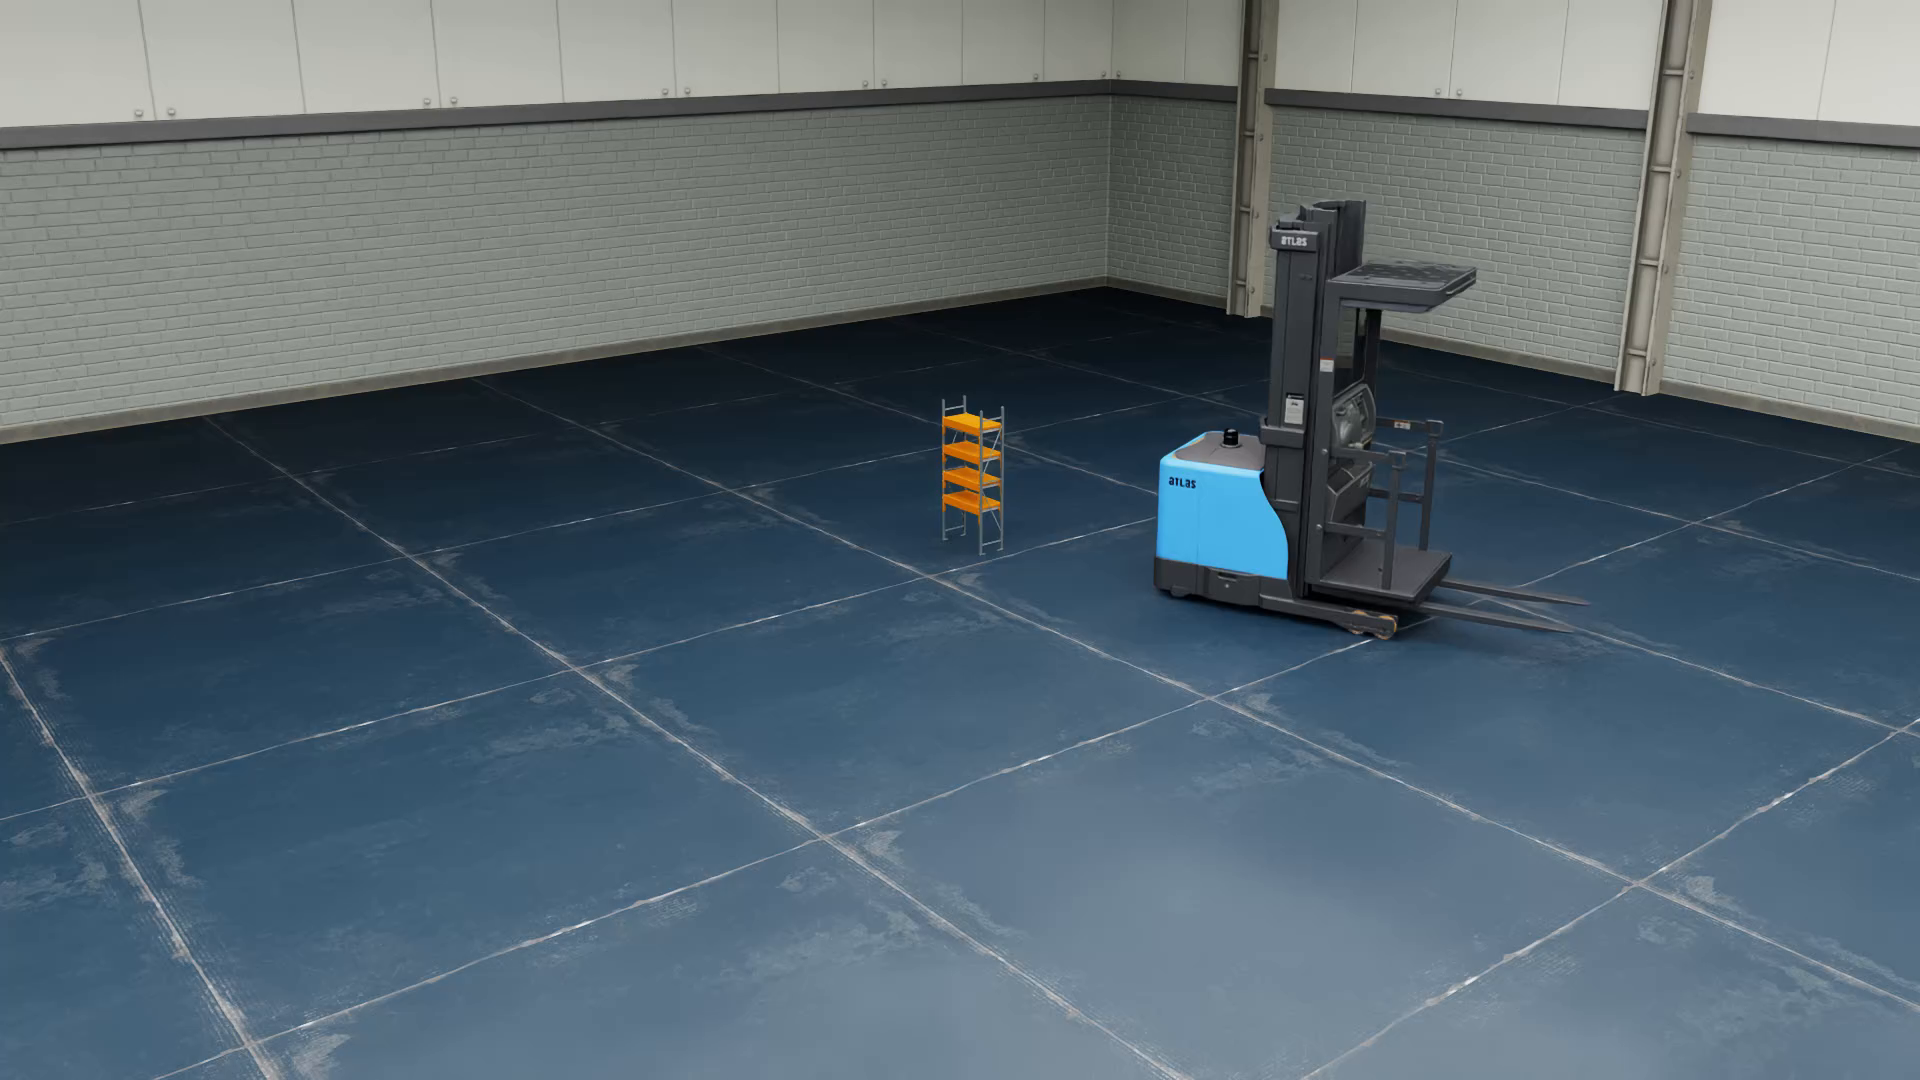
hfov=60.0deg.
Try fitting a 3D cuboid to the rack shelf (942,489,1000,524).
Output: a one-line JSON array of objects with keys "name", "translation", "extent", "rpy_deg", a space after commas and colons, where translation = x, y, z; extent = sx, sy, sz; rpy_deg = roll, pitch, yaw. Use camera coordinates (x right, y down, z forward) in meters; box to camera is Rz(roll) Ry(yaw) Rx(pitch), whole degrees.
[{"name": "rack shelf", "translation": [0.103, -0.276, 13.634], "extent": [0.258, 0.148, 0.480], "rpy_deg": [-14, 23, -36]}]

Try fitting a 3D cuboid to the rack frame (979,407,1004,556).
[{"name": "rack frame", "translation": [0.254, -0.469, 13.369], "extent": [0.240, 1.200, 0.015], "rpy_deg": [-14, 23, -36]}]

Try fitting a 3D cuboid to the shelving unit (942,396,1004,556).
[{"name": "shelving unit", "translation": [0.103, -0.529, 13.551], "extent": [0.258, 1.200, 0.503], "rpy_deg": [-14, 23, -36]}]

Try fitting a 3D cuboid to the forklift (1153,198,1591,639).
[{"name": "forklift", "translation": [3.003, -0.881, 11.861], "extent": [3.031, 2.935, 1.130], "rpy_deg": [10, 21, 28]}]

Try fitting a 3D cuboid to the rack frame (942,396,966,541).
[{"name": "rack frame", "translation": [-0.049, -0.589, 13.732], "extent": [0.240, 1.200, 0.015], "rpy_deg": [-14, 23, -36]}]

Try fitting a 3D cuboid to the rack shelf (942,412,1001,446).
[{"name": "rack shelf", "translation": [0.103, -0.902, 13.427], "extent": [0.258, 0.148, 0.480], "rpy_deg": [-14, 23, -36]}]

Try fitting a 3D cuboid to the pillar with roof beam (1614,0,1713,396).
[{"name": "pillar with roof beam", "translation": [4.356, -5.132, 15.045], "extent": [9.100, 9.000, 0.400], "rpy_deg": [-14, 23, -36]}]

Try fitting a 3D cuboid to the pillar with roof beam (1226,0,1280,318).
[{"name": "pillar with roof beam", "translation": [0.630, -6.610, 19.510], "extent": [9.100, 9.000, 0.400], "rpy_deg": [-14, 23, -36]}]

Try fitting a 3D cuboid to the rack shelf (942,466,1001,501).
[{"name": "rack shelf", "translation": [0.103, -0.465, 13.572], "extent": [0.258, 0.148, 0.480], "rpy_deg": [-14, 23, -36]}]

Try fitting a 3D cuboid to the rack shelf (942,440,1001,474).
[{"name": "rack shelf", "translation": [0.103, -0.677, 13.502], "extent": [0.258, 0.148, 0.480], "rpy_deg": [-14, 23, -36]}]
